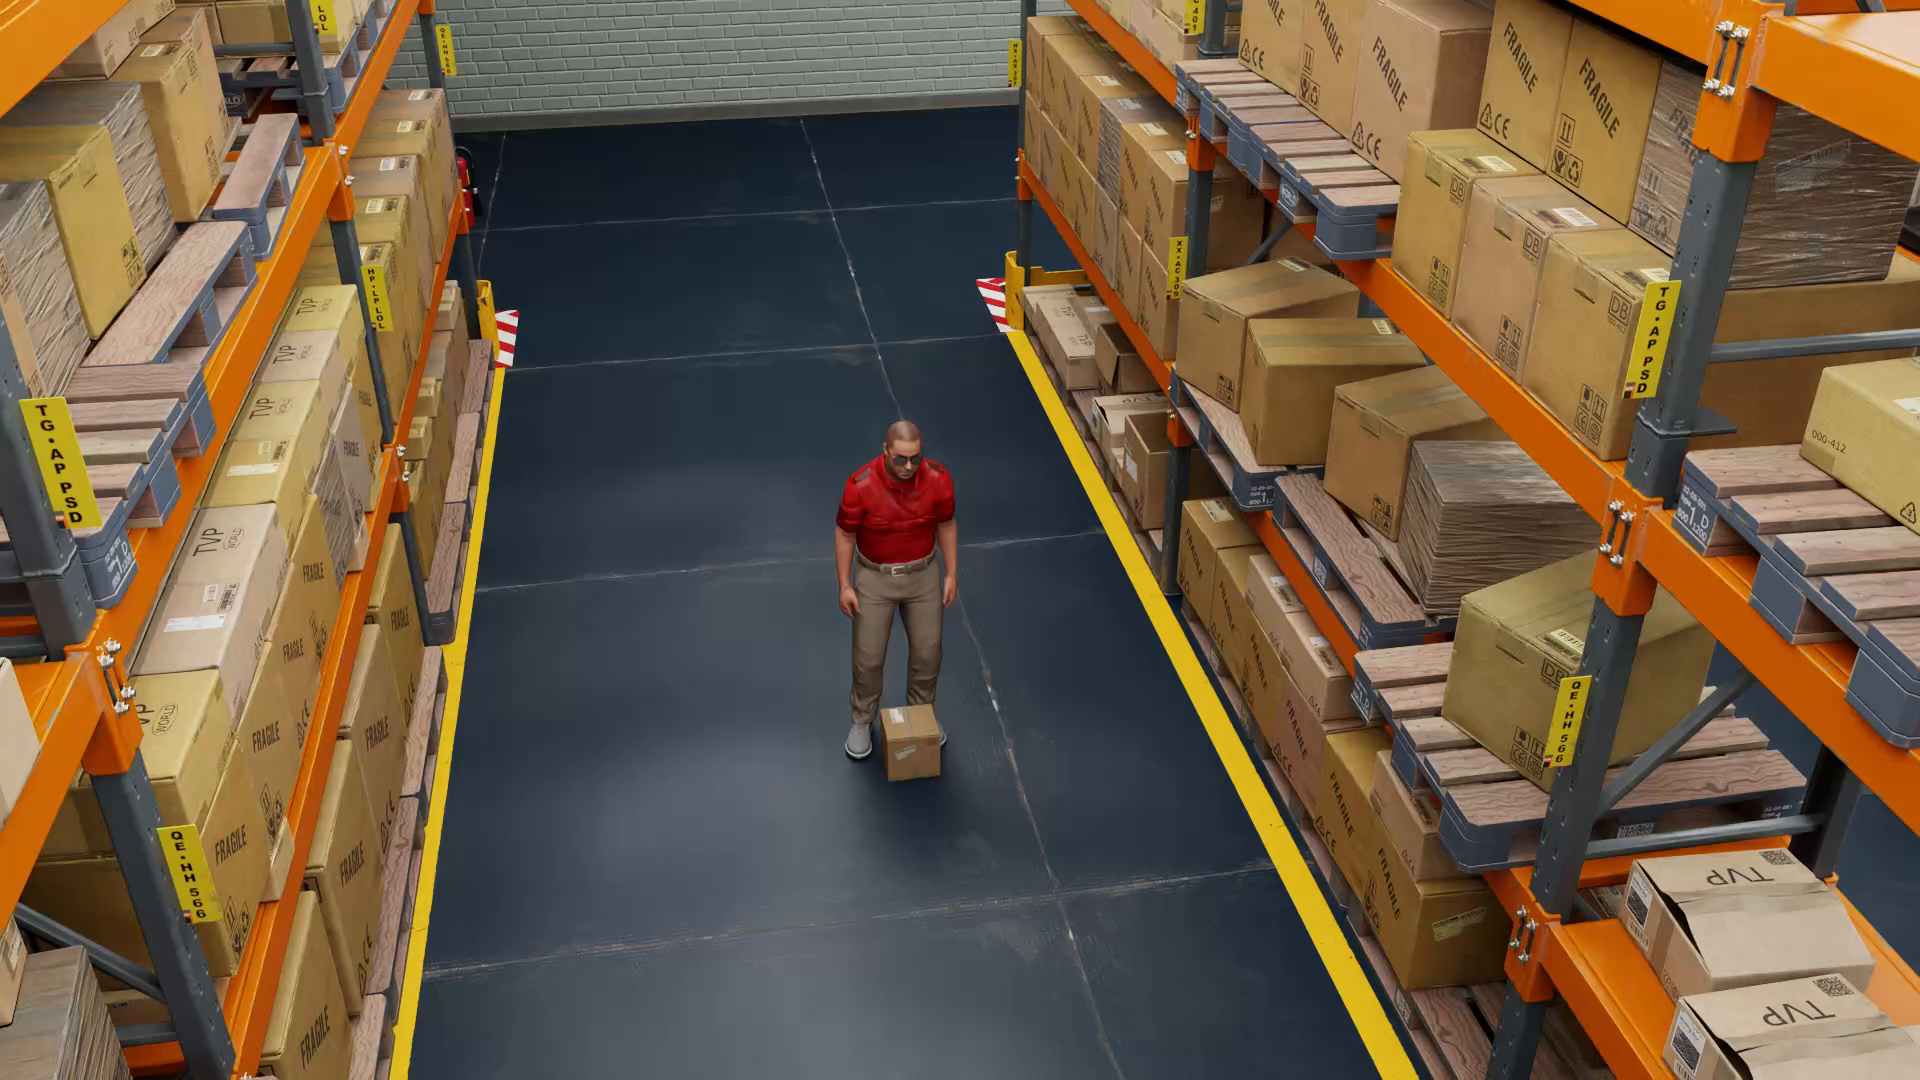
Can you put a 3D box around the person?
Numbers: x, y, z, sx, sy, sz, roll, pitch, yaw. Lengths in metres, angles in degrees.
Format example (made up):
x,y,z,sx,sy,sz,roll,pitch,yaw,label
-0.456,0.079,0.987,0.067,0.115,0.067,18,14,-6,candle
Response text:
x,y,z,sx,sy,sz,roll,pitch,yaw,label
-0.291,0.205,7.805,0.593,1.725,0.393,-7,31,-11,person
